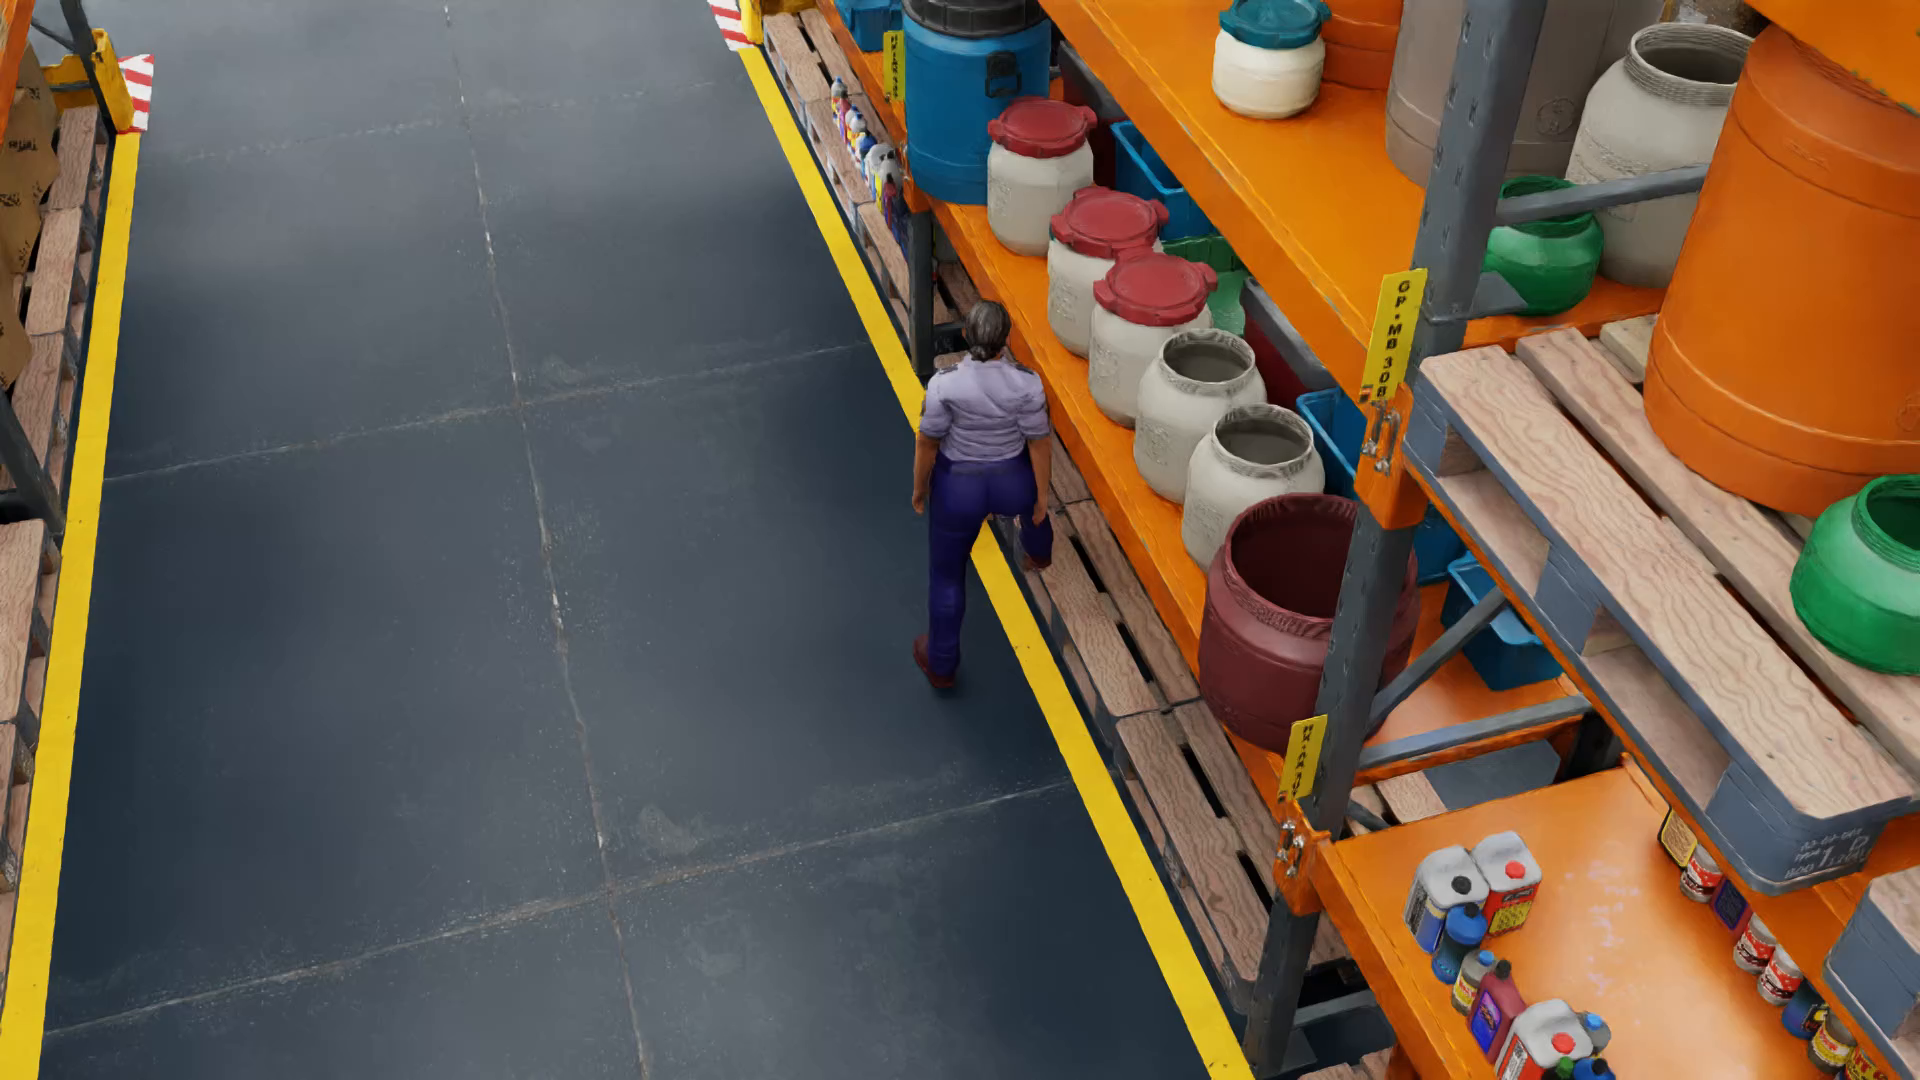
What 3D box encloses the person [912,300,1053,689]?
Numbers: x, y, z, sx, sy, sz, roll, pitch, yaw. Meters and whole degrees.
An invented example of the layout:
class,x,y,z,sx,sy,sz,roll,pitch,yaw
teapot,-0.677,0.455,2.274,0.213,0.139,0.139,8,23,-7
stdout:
class,x,y,z,sx,sy,sz,roll,pitch,yaw
person,0.106,-0.260,6.450,0.648,1.617,0.755,-5,43,-5
